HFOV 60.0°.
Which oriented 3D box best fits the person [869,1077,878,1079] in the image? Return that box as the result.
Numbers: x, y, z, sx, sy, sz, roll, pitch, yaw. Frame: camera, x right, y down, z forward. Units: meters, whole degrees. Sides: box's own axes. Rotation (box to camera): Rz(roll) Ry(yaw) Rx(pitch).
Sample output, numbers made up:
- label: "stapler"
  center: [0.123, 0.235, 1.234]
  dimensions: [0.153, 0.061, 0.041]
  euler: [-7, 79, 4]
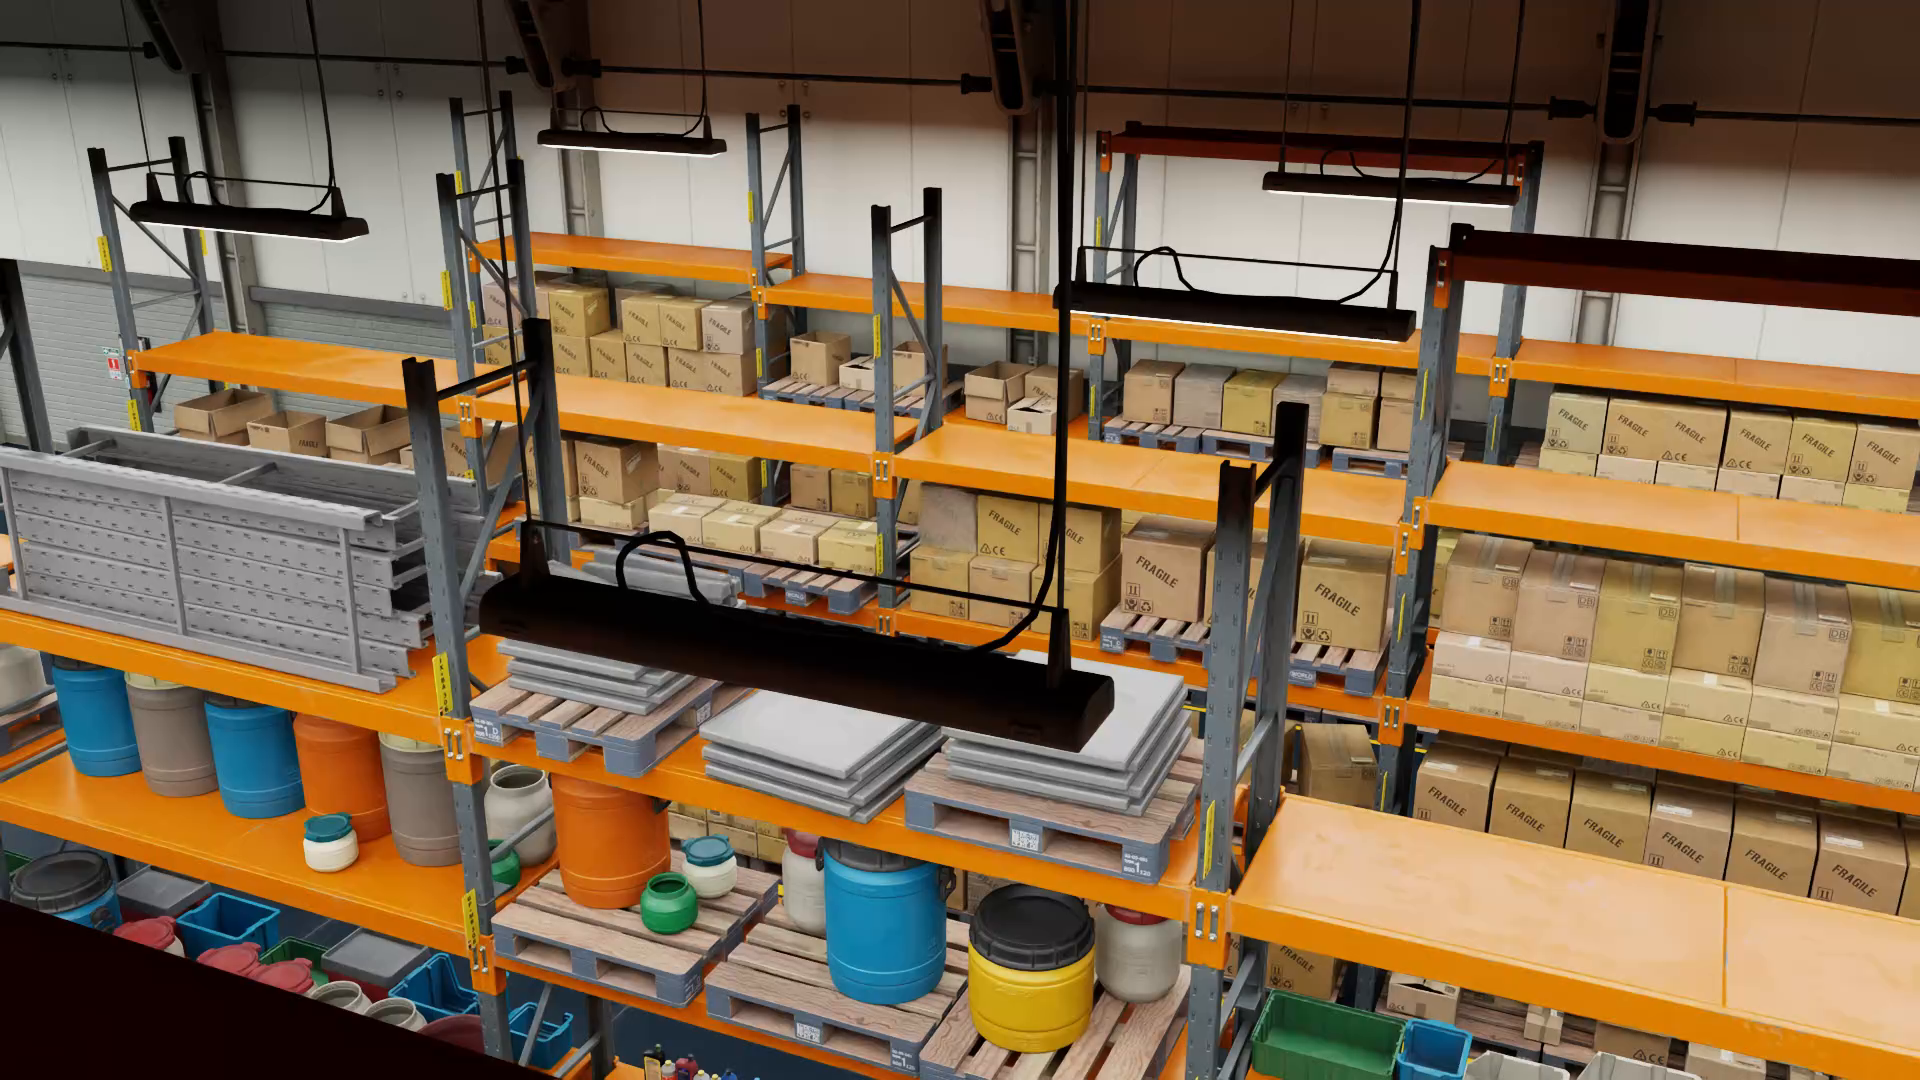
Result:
- label: "person"
  center: [-0.436, 3.658, 10.688]
  dimensions: [0.972, 1.534, 0.392]
  euler: [9, 22, 22]
